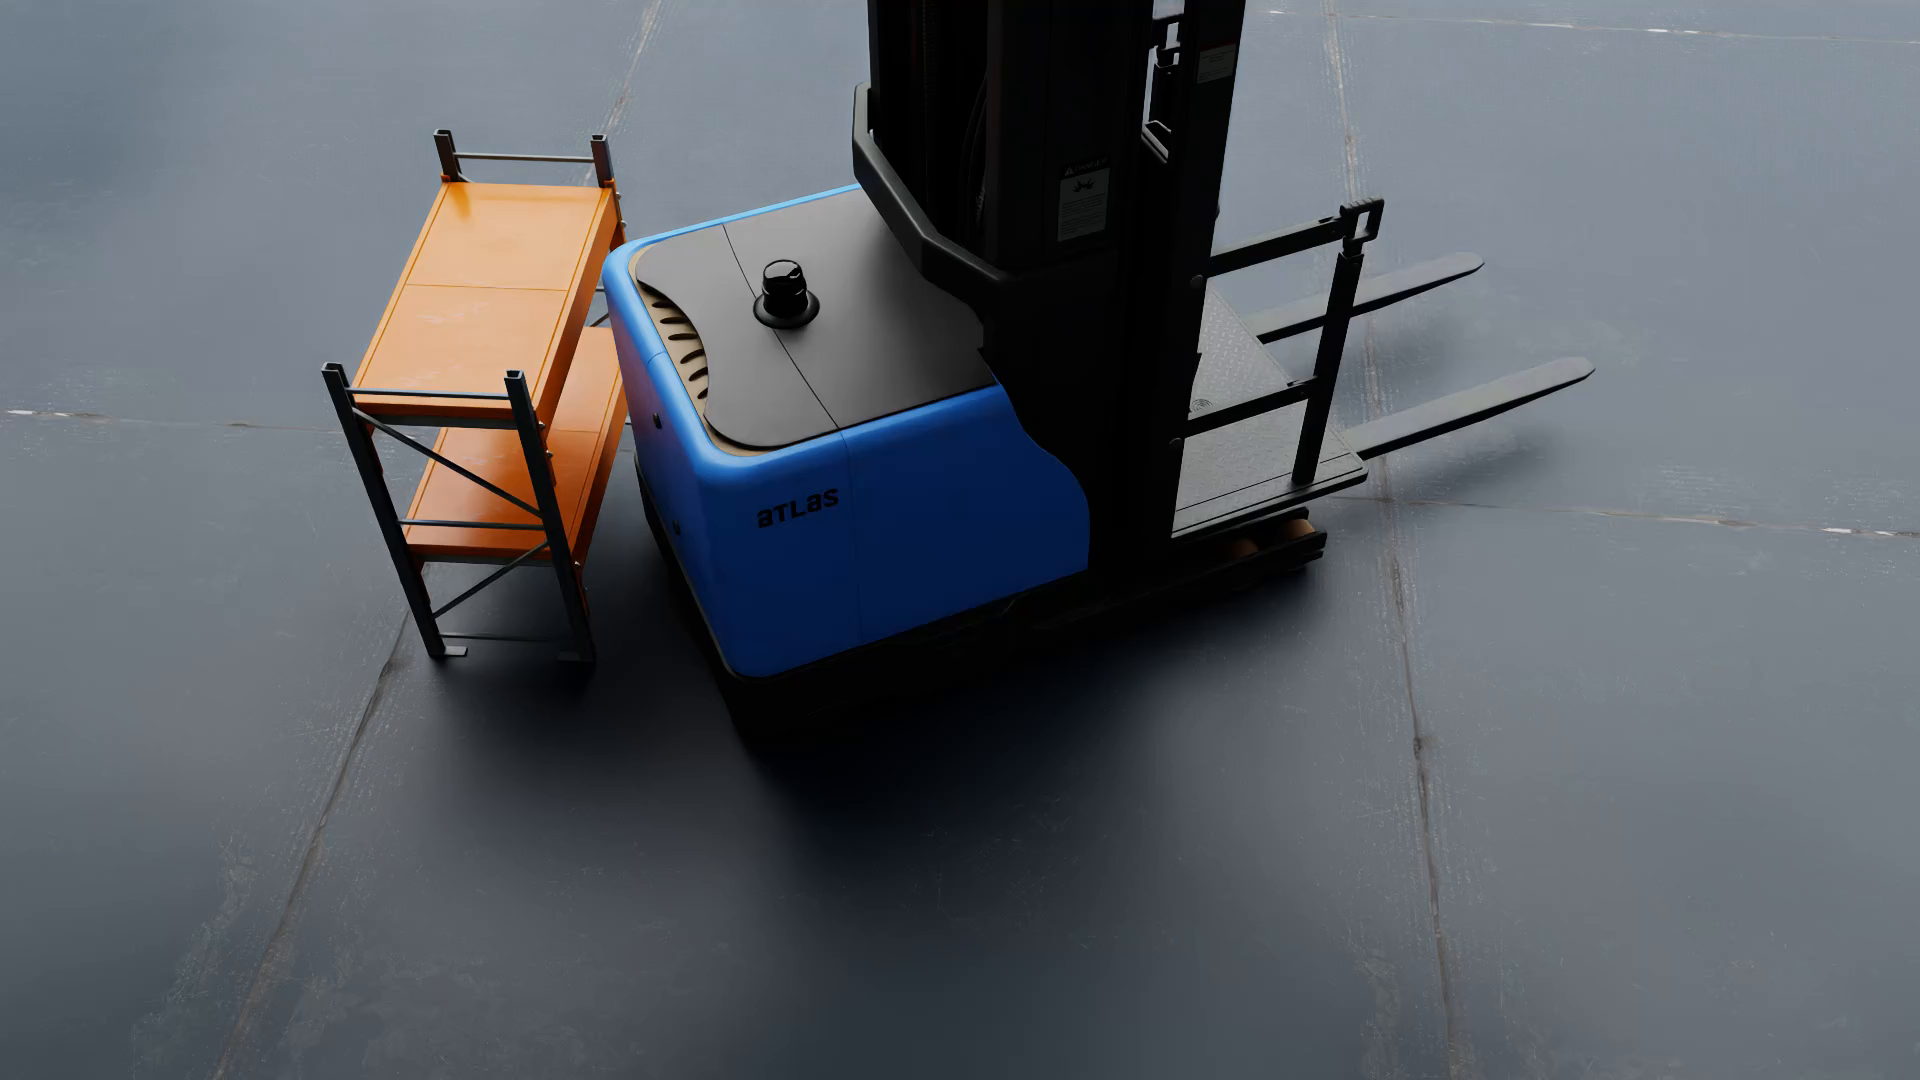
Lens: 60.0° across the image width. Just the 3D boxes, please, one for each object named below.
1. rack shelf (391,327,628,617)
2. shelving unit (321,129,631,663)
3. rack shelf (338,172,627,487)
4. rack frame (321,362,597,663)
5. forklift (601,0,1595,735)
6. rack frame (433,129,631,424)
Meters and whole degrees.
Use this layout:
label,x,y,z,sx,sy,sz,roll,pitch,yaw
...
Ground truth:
label,x,y,z,sx,sy,sz,roll,pitch,yaw
rack shelf,-1.299,-0.249,5.047,0.538,0.278,1.000,3,48,2
shelving unit,-1.299,-0.414,4.866,0.538,1.125,1.048,3,48,2
rack shelf,-1.299,-0.612,4.650,0.538,0.278,1.000,3,48,2
rack frame,-1.329,-0.040,4.524,0.500,1.125,0.032,3,48,2
forklift,0.572,-1.176,4.339,3.031,2.935,1.130,-18,50,-16
rack frame,-1.269,-0.788,5.209,0.500,1.125,0.032,3,48,2
